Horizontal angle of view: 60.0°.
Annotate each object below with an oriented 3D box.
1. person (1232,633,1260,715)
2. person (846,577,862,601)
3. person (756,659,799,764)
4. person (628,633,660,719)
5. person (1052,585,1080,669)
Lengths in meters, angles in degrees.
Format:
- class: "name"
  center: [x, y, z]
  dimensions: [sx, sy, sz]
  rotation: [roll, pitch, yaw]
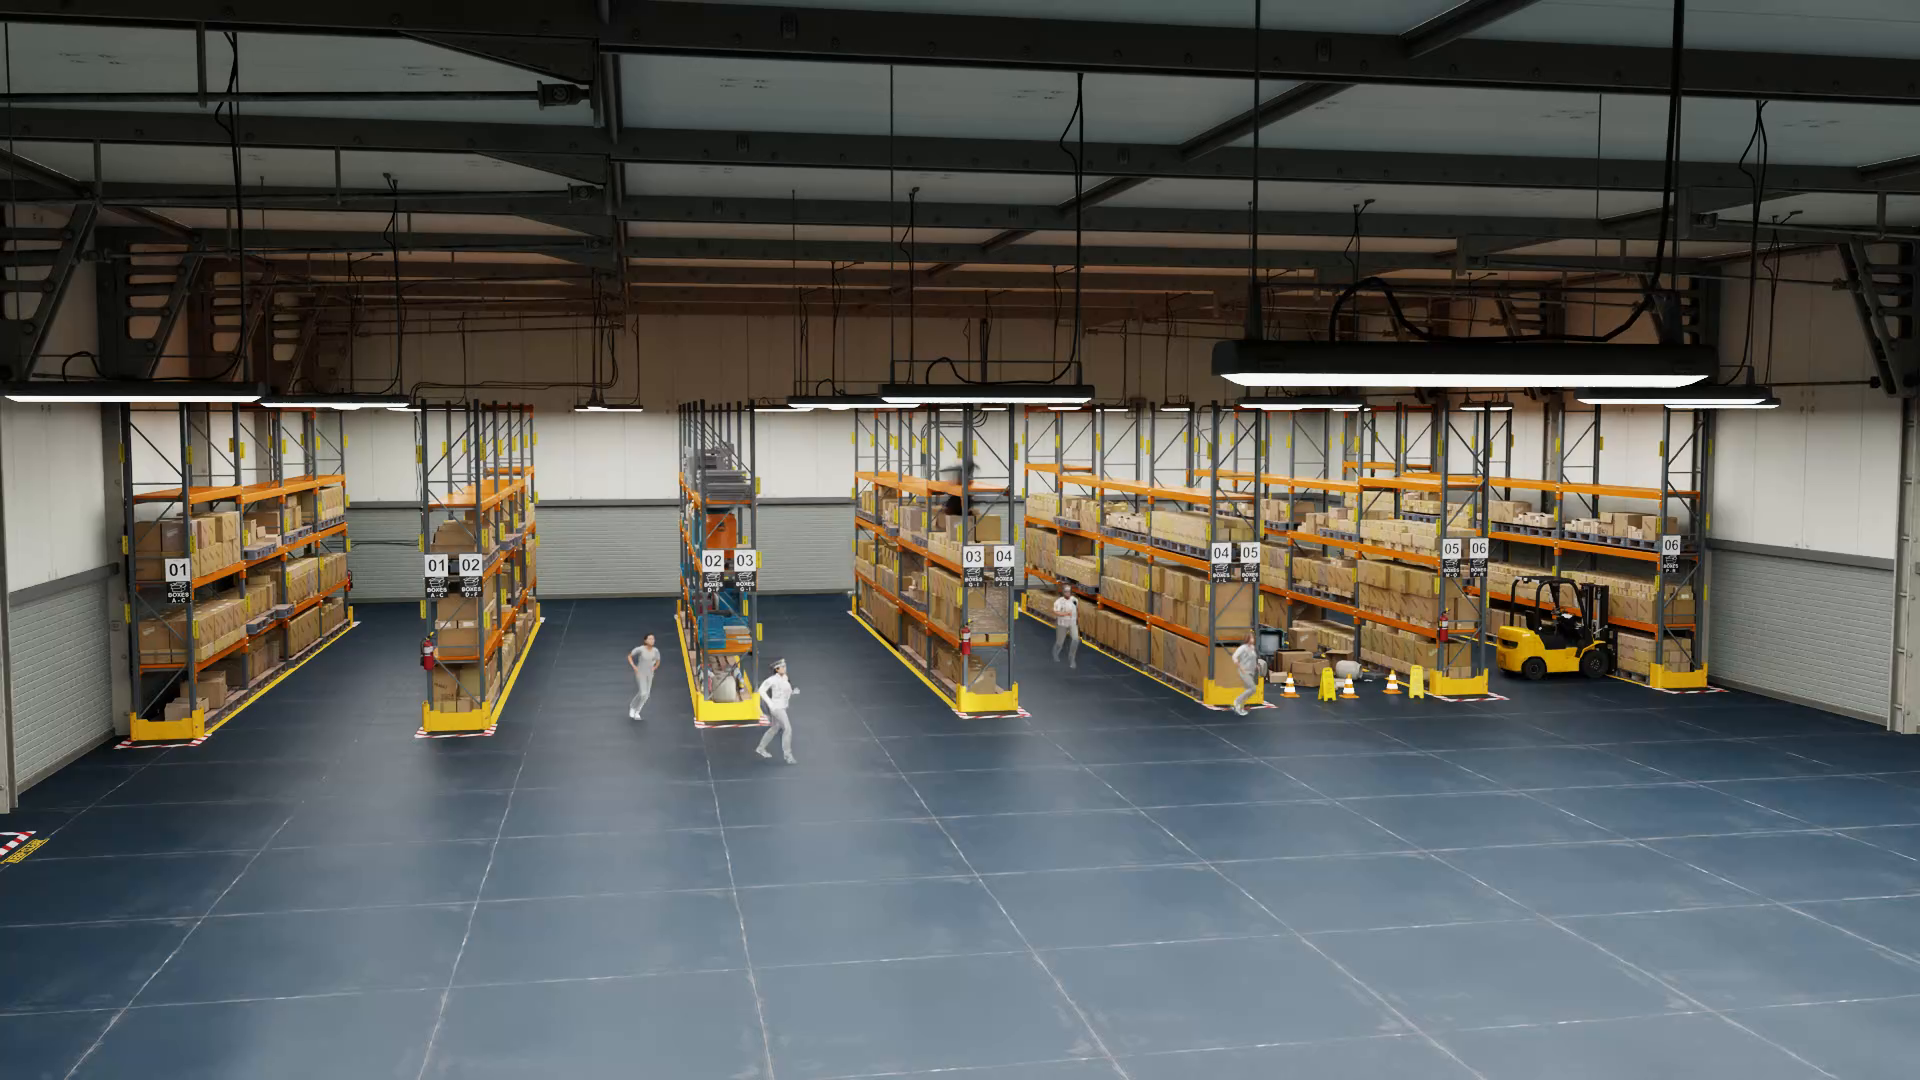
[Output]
- class: "person"
  center: [5.403, 2.519, 31.299]
  dimensions: [0.489, 1.554, 0.555]
  rotation: [3, 5, 37]
- class: "person"
  center: [-2.865, 1.176, 49.005]
  dimensions: [0.944, 1.759, 0.643]
  rotation: [-1, 4, -8]
- class: "person"
  center: [-3.011, 2.816, 27.441]
  dimensions: [0.775, 1.754, 0.584]
  rotation: [1, 5, 17]
- class: "person"
  center: [-5.908, 2.552, 31.250]
  dimensions: [0.568, 1.612, 0.567]
  rotation: [-3, 5, -38]
- class: "person"
  center: [2.339, 1.876, 36.336]
  dimensions: [0.673, 1.824, 0.915]
  rotation: [-1, 4, -16]
